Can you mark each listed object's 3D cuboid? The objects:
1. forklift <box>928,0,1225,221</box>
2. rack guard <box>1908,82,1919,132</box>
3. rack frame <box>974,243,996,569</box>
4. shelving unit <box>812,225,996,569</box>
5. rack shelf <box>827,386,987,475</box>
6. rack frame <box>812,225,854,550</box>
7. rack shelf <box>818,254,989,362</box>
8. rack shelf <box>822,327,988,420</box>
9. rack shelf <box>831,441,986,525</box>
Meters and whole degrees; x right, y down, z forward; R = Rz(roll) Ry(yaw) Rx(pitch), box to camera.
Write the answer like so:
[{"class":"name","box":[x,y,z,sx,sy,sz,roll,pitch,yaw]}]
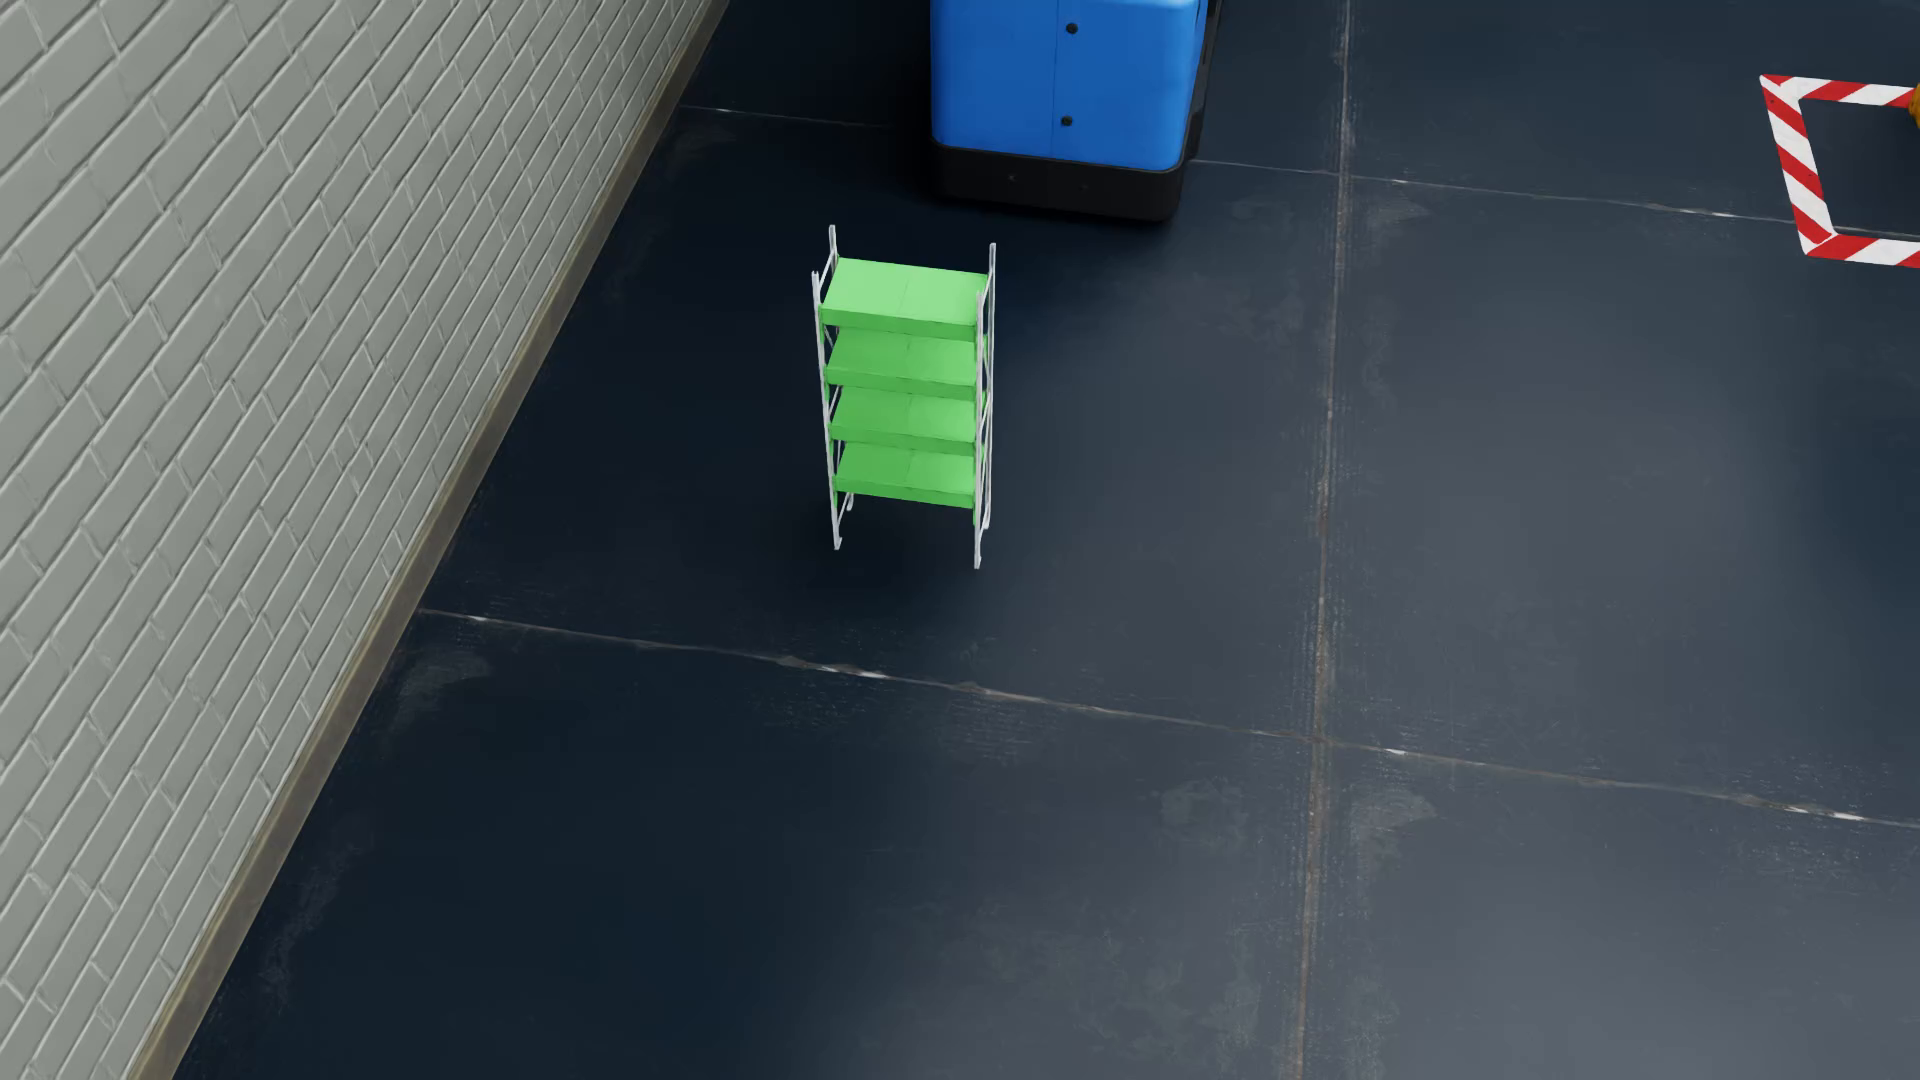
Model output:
[{"class":"forklift","box":[0.668,-3.408,6.841,1.130,2.935,3.031,9,49,8]},{"class":"rack guard","box":[4.354,-1.714,6.954,0.348,0.500,1.175,8,49,7]},{"class":"rack frame","box":[0.077,-0.391,5.294,0.015,1.200,0.240,8,49,7]},{"class":"shelving unit","box":[-0.163,-0.423,5.323,0.503,1.200,0.258,8,49,7]},{"class":"rack shelf","box":[-0.163,-0.380,5.371,0.480,0.148,0.258,8,49,7]},{"class":"rack frame","box":[-0.403,-0.455,5.352,0.015,1.200,0.240,8,49,7]},{"class":"rack shelf","box":[-0.163,-0.701,5.014,0.480,0.148,0.258,8,49,7]},{"class":"rack shelf","box":[-0.163,-0.541,5.192,0.480,0.148,0.258,8,49,7]},{"class":"rack shelf","box":[-0.163,-0.220,5.549,0.480,0.148,0.258,8,49,7]}]
